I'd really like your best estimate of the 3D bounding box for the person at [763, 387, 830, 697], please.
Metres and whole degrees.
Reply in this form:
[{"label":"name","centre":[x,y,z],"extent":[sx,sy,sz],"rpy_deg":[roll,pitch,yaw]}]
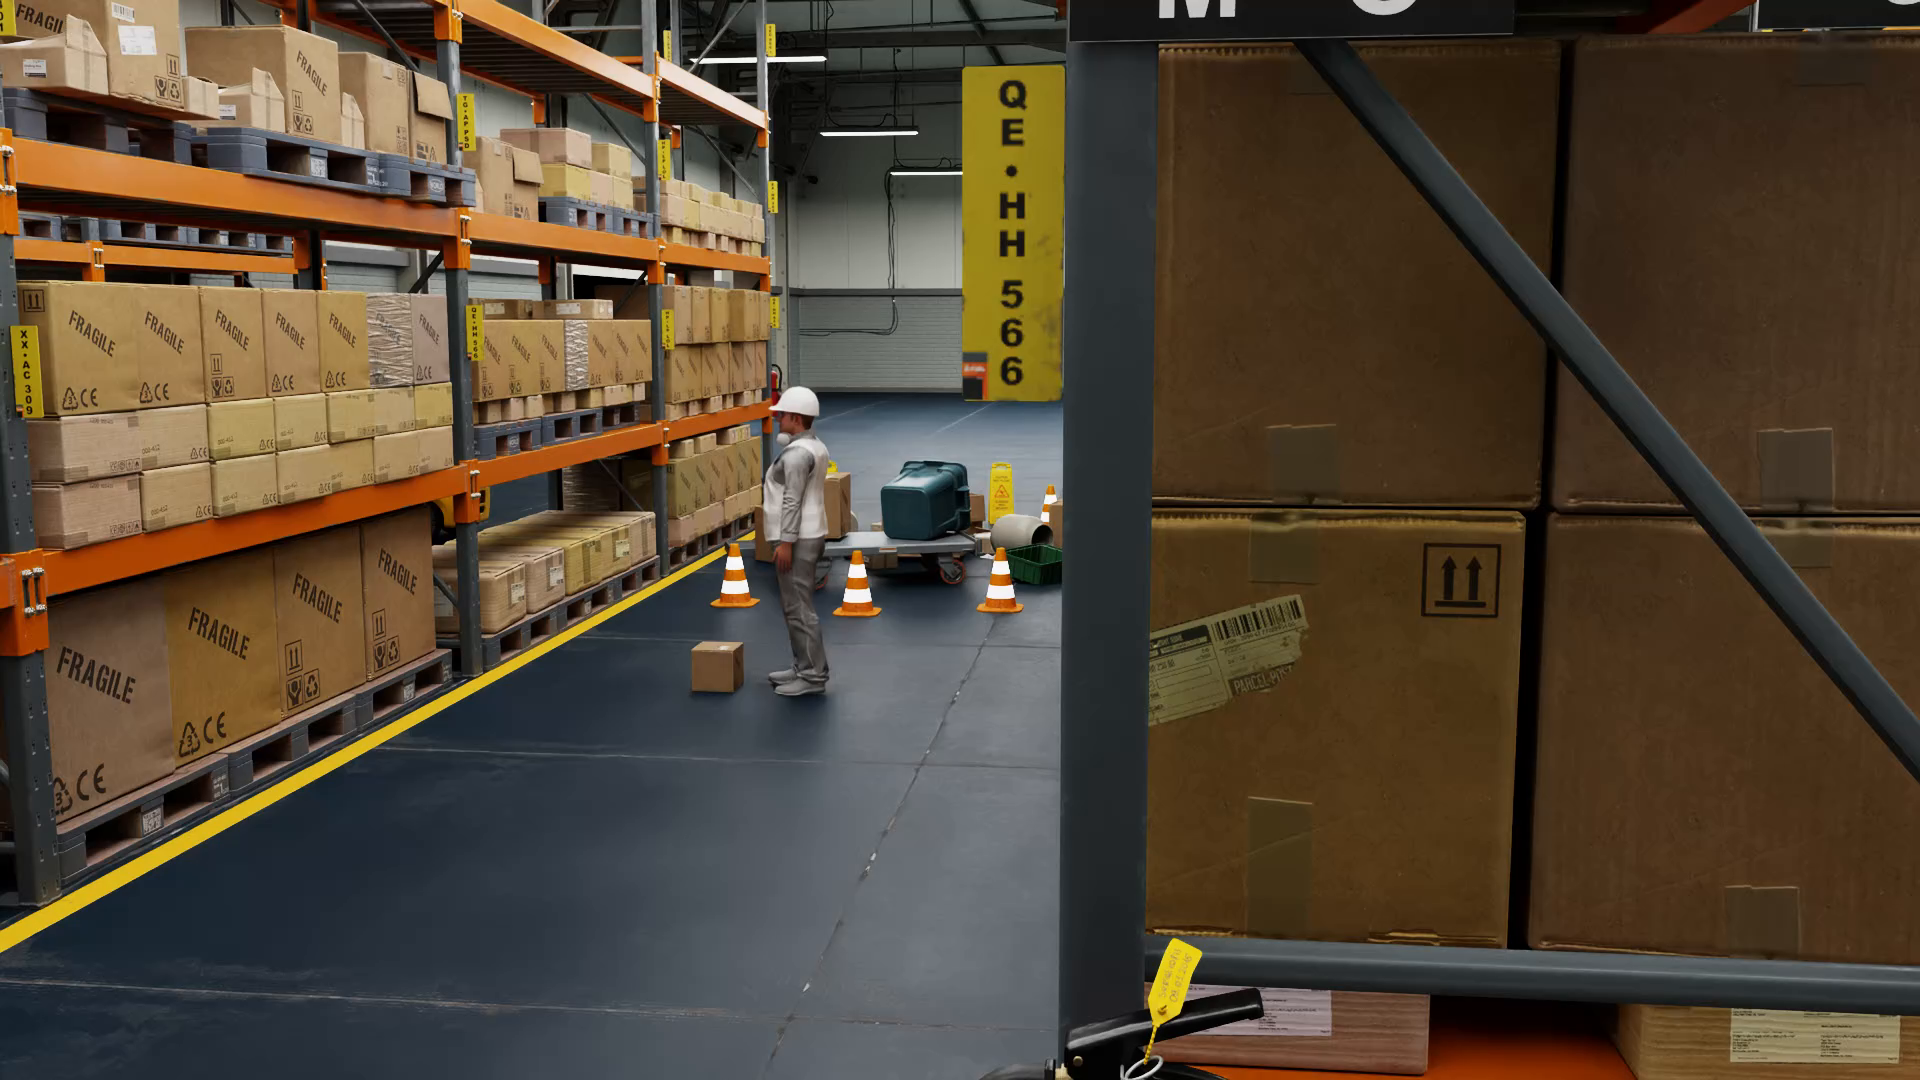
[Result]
[{"label":"person","centre":[-0.958,0.003,9.674],"extent":[0.422,1.783,0.539],"rpy_deg":[1,8,7]}]
